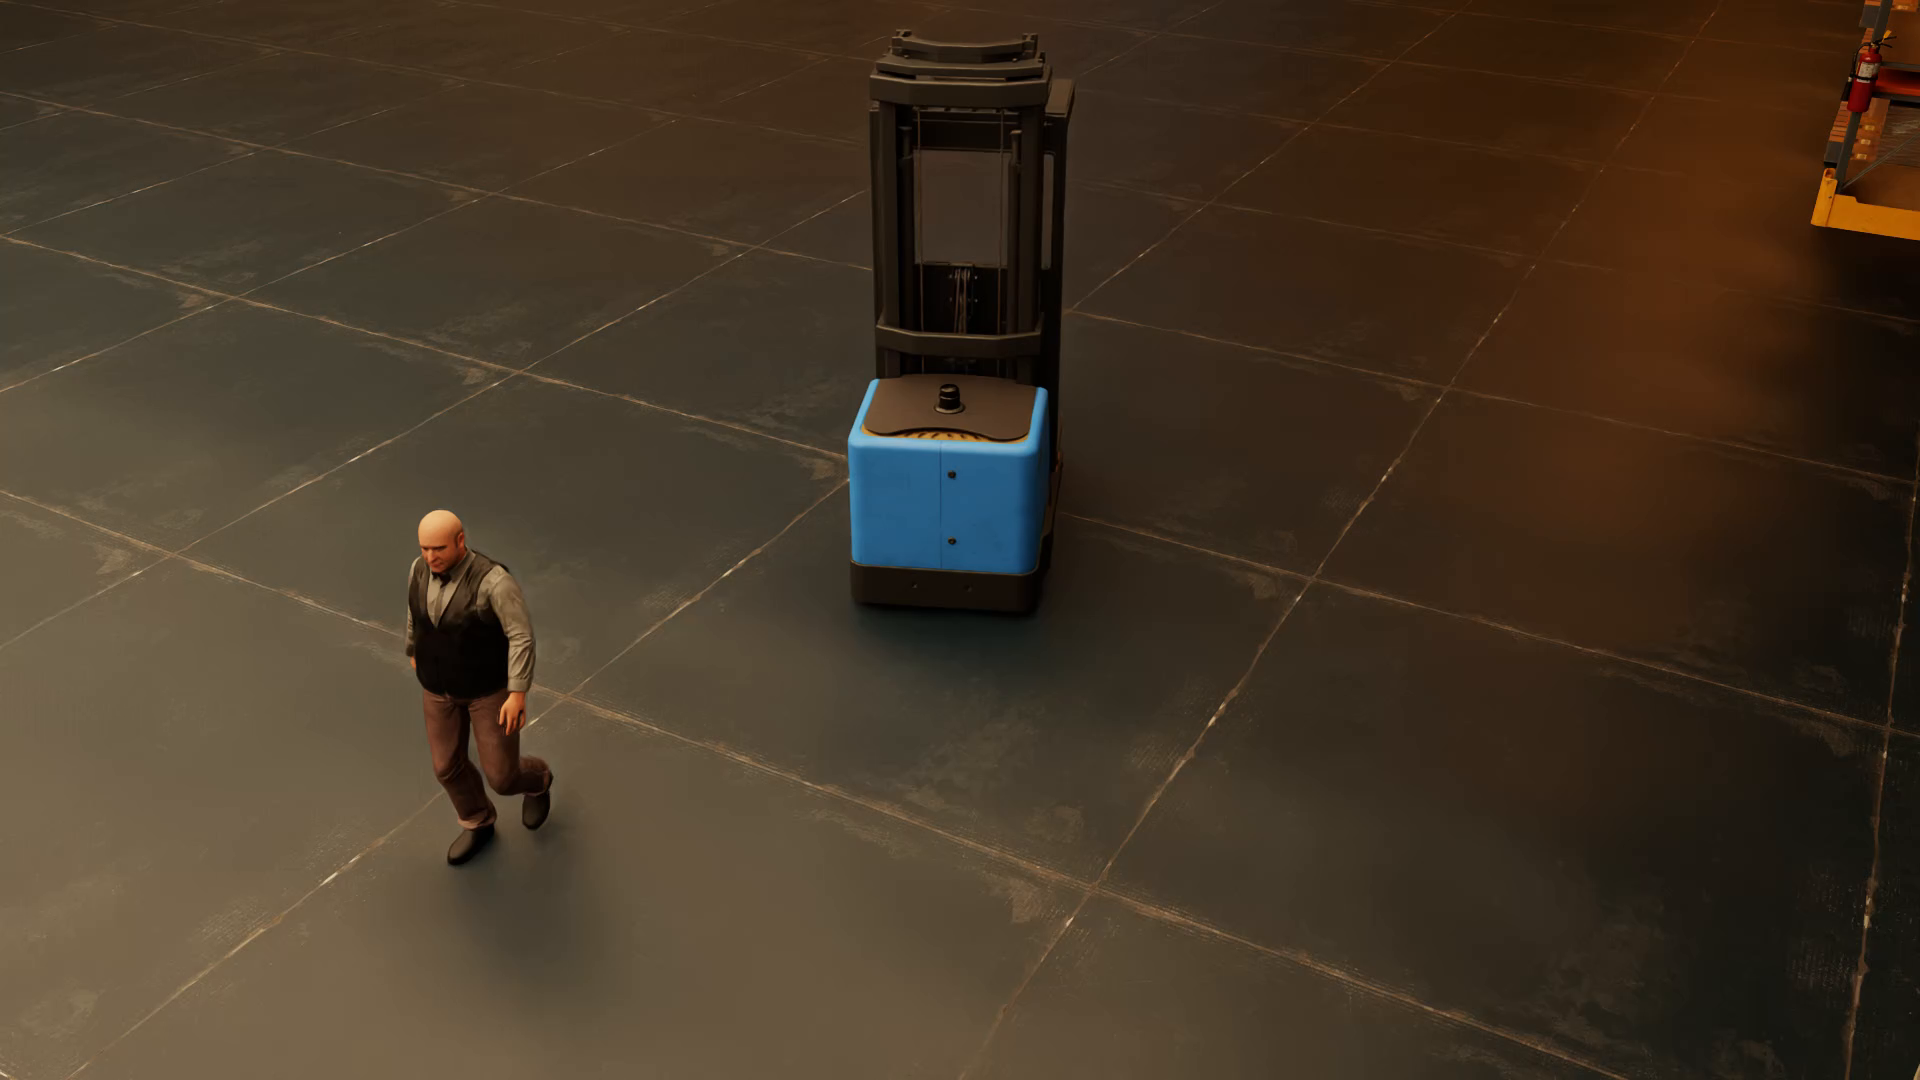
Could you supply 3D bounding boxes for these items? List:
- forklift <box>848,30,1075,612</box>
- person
[{"bbox_3d":[0.075,-1.584,9.815,1.130,2.935,3.031,3,30,6],"label":"forklift"},{"bbox_3d":[-2.119,0.617,7.233,0.741,1.703,0.517,8,31,14],"label":"person"}]
